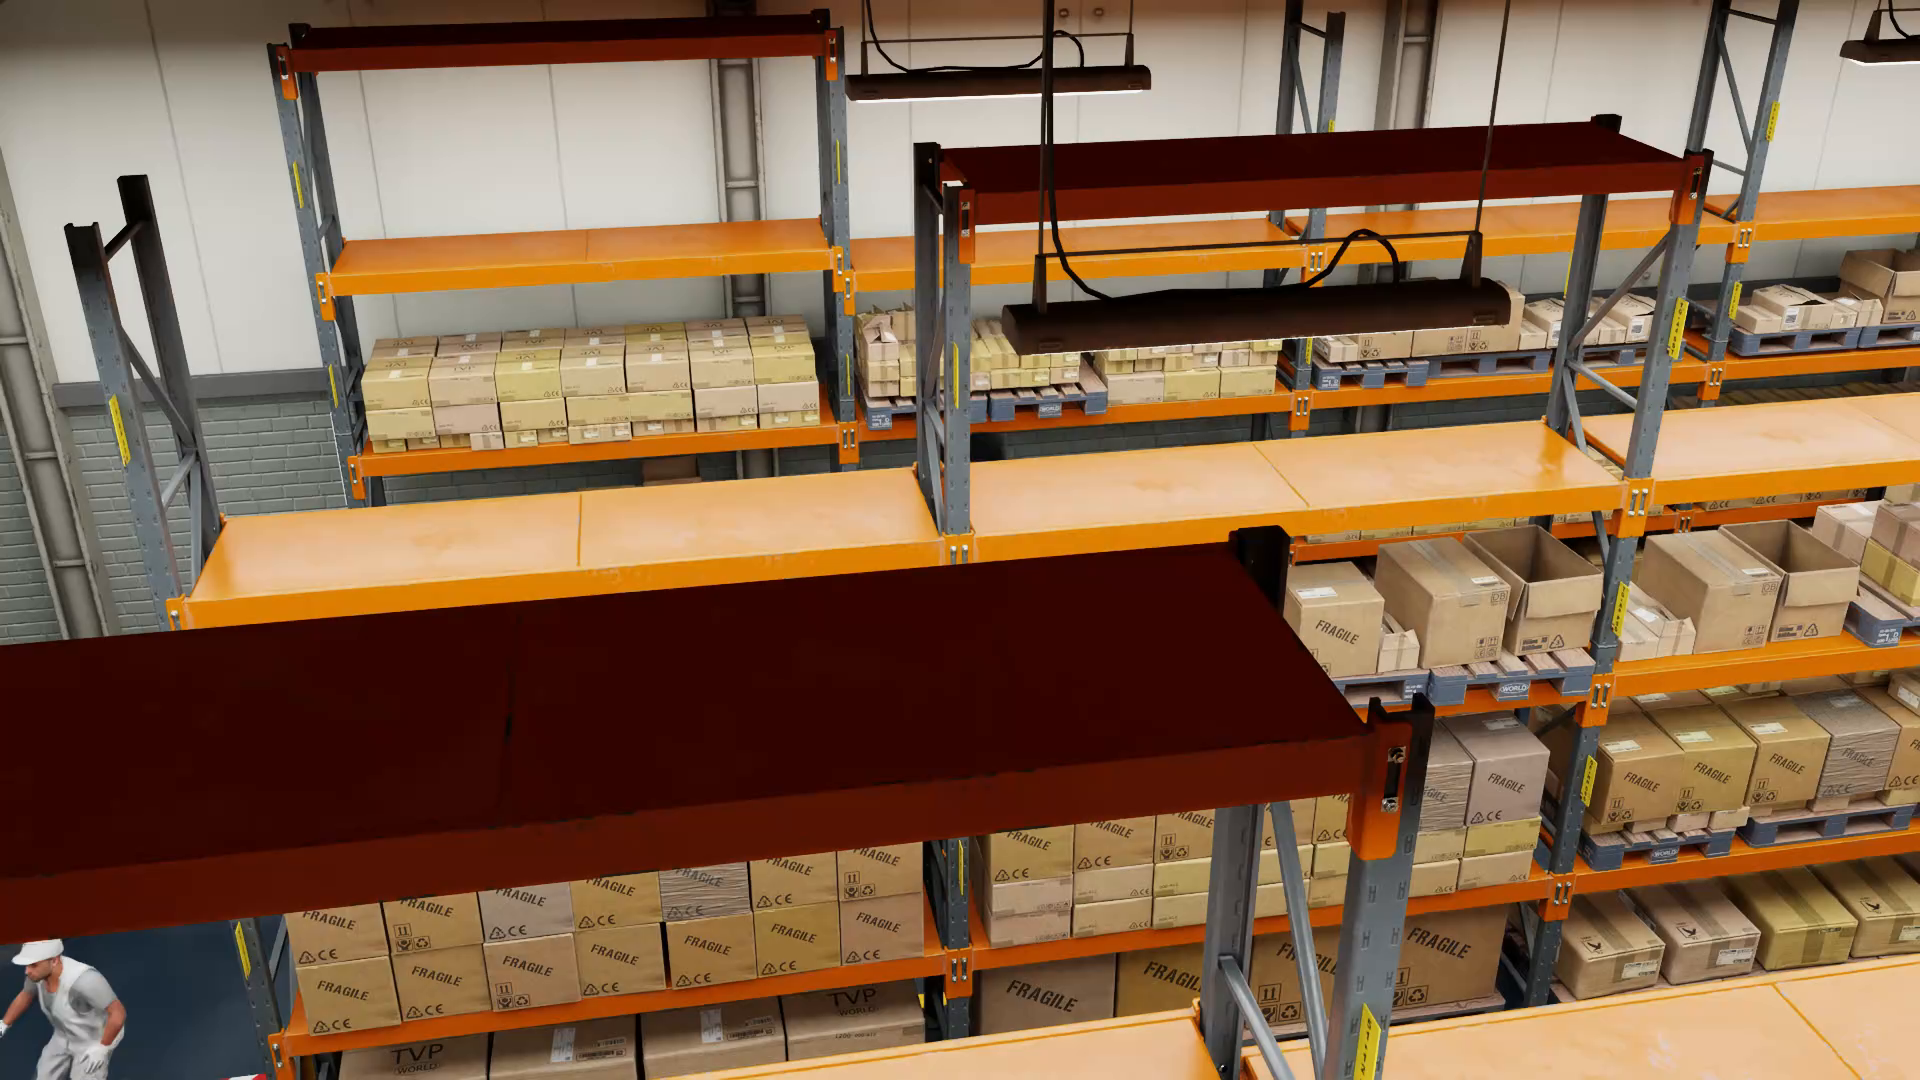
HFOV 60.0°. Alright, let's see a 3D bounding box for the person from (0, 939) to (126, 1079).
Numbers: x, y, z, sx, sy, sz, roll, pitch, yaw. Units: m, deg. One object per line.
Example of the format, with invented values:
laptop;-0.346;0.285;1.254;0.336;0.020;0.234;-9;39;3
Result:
person;-5.411;3.047;10.078;0.897;1.687;0.512;10;28;20
